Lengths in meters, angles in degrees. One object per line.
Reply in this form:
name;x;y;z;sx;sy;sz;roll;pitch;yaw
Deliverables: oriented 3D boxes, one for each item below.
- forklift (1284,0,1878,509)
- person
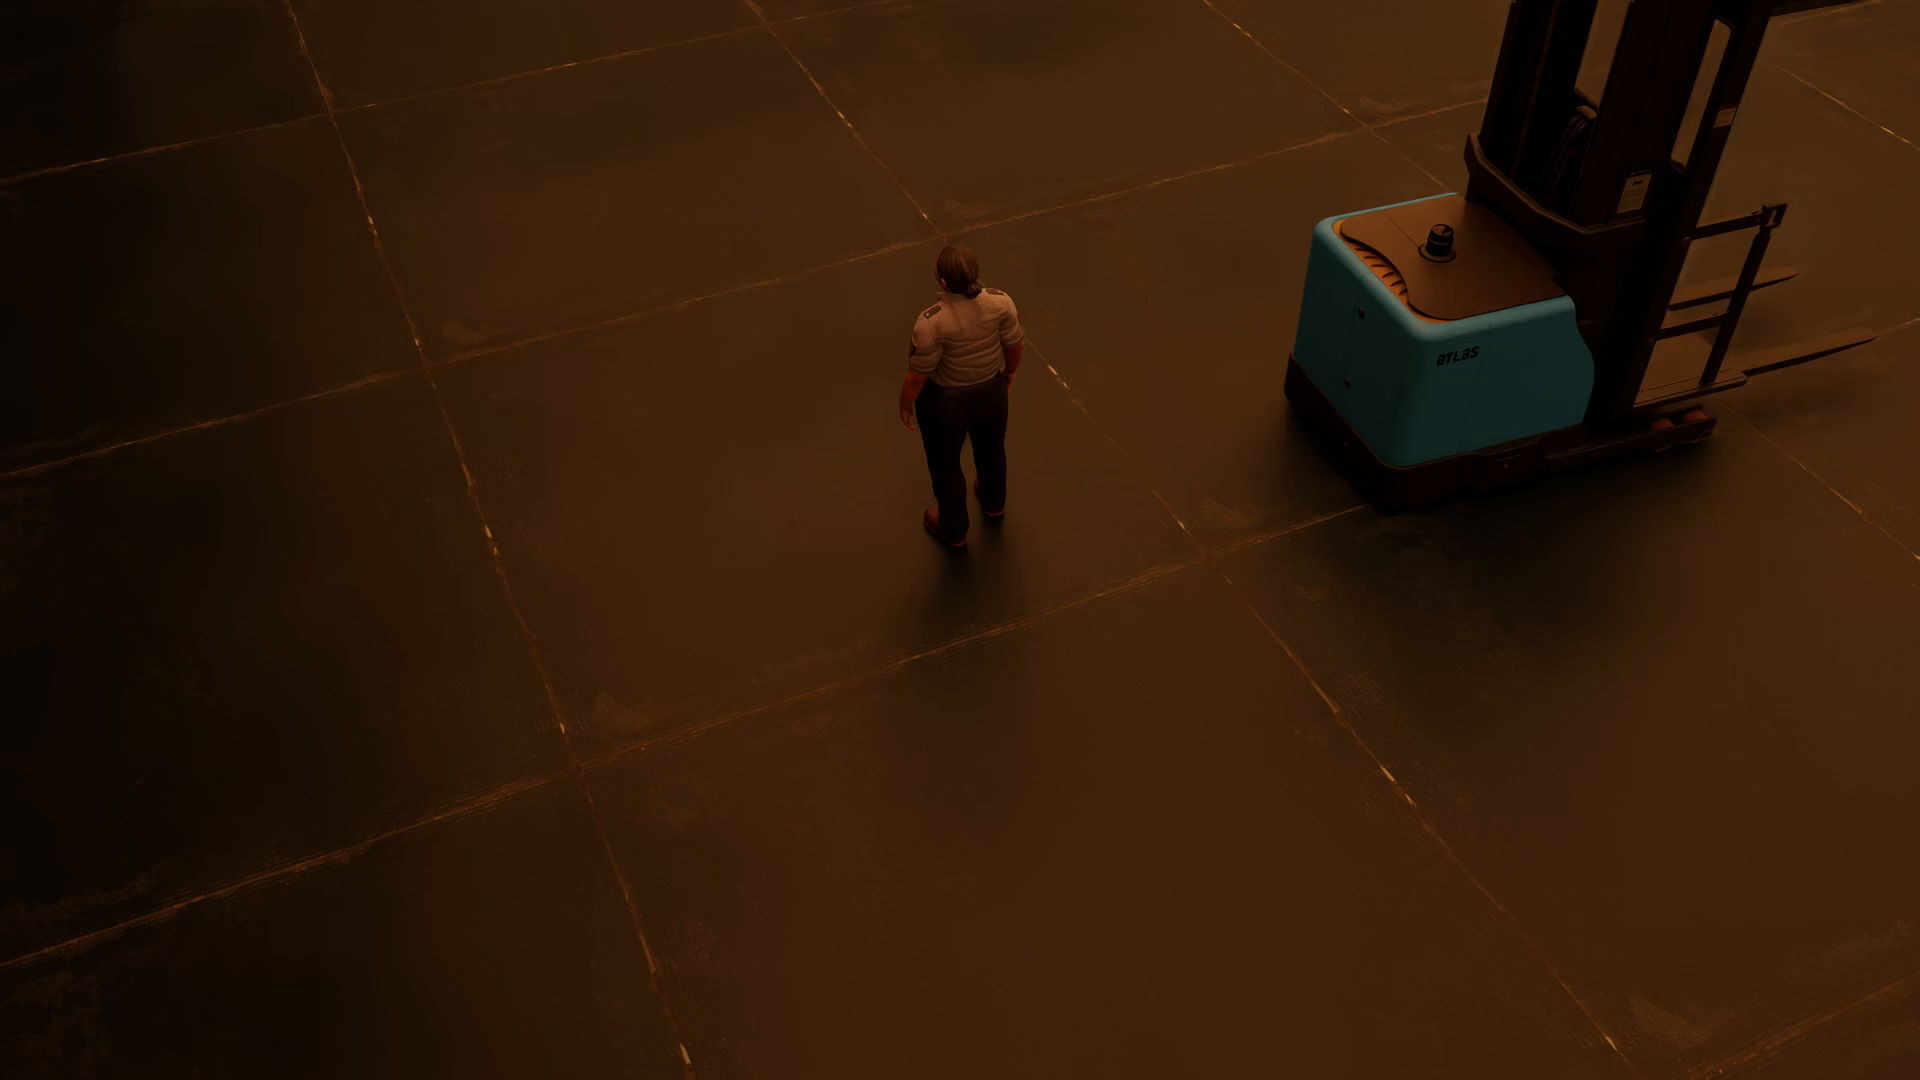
forklift;3.237;-1.838;7.650;3.031;2.935;1.130;-14;45;-14
person;-0.017;-0.670;7.327;0.598;1.651;0.503;-18;46;-18
